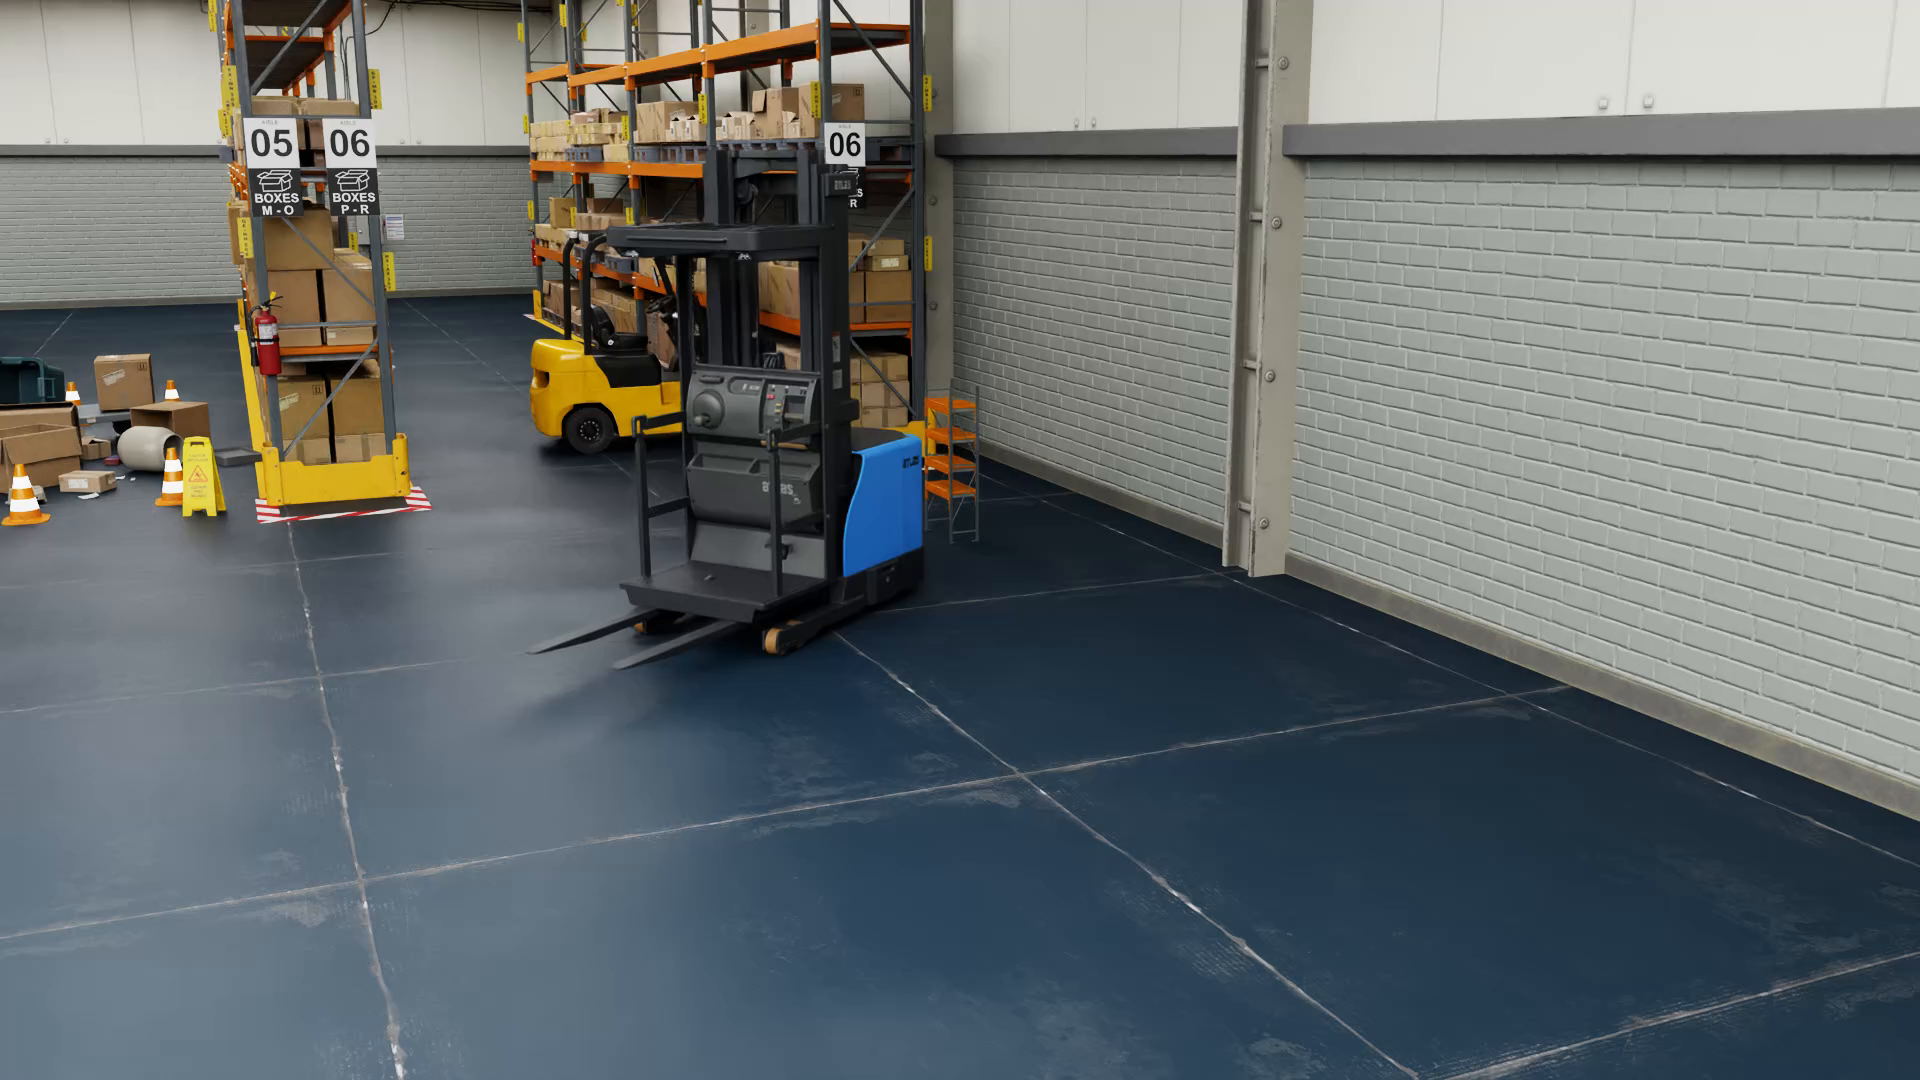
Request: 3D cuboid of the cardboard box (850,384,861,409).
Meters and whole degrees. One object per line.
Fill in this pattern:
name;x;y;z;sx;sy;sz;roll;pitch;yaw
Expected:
cardboard box;-1.310;-1.449;16.535;0.500;0.250;0.500;-6;14;-24

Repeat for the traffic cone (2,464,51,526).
traffic cone;-7.610;-0.385;13.506;0.336;0.463;0.334;-6;14;-23

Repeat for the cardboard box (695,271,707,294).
cardboard box;-2.873;-3.102;19.952;0.500;0.250;0.500;-5;14;-22

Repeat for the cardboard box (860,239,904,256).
cardboard box;-0.768;-2.866;16.281;0.380;0.149;0.250;-6;14;-24

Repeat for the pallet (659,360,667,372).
pallet;-3.739;-2.389;22.722;1.003;0.211;1.213;-6;14;-23

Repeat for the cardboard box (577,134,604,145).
cardboard box;-5.594;-6.082;25.246;0.380;0.149;0.250;-5;14;-22

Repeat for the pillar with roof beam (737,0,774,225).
pillar with roof beam;-6.630;-6.267;19.989;9.100;9.000;0.400;-6;14;-23

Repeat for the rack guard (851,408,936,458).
rack guard;-0.819;-1.045;16.277;1.175;0.500;0.348;-6;14;-23

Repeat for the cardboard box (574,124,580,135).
cardboard box;-5.683;-6.278;25.435;0.380;0.149;0.250;-6;14;-24

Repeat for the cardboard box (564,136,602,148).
cardboard box;-6.058;-6.357;26.706;0.500;0.250;0.500;-6;14;-23

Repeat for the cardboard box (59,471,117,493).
cardboard box;-7.751;-0.518;14.778;0.380;0.149;0.250;1;13;6

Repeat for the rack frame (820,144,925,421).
rack frame;-0.829;-2.268;16.016;1.000;3.000;0.127;-6;14;-23

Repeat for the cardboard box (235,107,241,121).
cardboard box;-6.426;-3.903;15.218;0.380;0.149;0.250;-5;14;-22

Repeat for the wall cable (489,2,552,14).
wall cable;-8.326;-12.488;34.533;2.988;3.039;0.133;-6;14;-23

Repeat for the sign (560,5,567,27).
sign;-6.140;-8.118;25.742;0.100;0.325;0.005;-6;14;-23

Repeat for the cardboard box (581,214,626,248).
cardboard box;-5.439;-4.773;25.688;0.700;0.500;0.500;-5;14;-22

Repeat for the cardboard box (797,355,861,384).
cardboard box;-1.299;-1.687;16.456;0.500;0.250;0.500;-5;14;-21

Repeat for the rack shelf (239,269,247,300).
rack shelf;-9.381;-3.534;23.084;1.077;0.370;4.000;-6;14;-23

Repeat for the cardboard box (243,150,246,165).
cardboard box;-5.904;-3.255;14.185;0.380;0.149;0.250;-6;14;-23

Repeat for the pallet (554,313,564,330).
pallet;-6.402;-3.783;28.747;1.003;0.211;1.213;-6;14;-23

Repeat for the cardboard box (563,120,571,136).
cardboard box;-6.058;-6.606;26.674;0.500;0.250;0.500;-6;14;-23

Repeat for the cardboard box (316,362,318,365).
cardboard box;-6.289;-1.673;16.948;0.500;0.500;0.500;-5;14;-22

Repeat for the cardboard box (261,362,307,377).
cardboard box;-6.144;-1.577;15.096;0.380;0.149;0.250;-5;14;-21

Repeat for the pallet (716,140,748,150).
pallet;-2.066;-4.339;18.507;1.003;0.211;1.213;-6;14;-23

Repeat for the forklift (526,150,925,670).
forklift;-1.388;-0.855;10.062;1.130;2.935;3.031;7;15;28

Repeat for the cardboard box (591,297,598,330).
cardboard box;-5.648;-3.614;26.443;0.500;0.500;0.500;-5;14;-21

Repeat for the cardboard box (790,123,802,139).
cardboard box;-1.439;-4.004;16.269;0.380;0.149;0.250;-6;14;-25

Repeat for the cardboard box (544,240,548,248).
cardboard box;-7.213;-5.310;29.718;0.380;0.149;0.250;-5;14;-22

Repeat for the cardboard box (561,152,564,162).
cardboard box;-6.339;-6.292;27.308;0.380;0.149;0.250;-6;14;-23

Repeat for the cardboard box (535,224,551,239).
cardboard box;-7.303;-5.527;29.772;0.500;0.250;0.500;-6;14;-23

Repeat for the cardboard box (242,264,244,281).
cardboard box;-9.239;-3.584;22.034;0.500;0.250;0.500;-5;14;-22

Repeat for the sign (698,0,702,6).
sign;-3.526;-7.427;22.578;0.100;0.325;0.005;-6;14;-23

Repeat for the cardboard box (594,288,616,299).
cardboard box;-5.554;-3.902;26.249;0.380;0.149;0.250;-6;14;-25

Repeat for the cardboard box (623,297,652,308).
cardboard box;-4.730;-3.473;24.398;0.380;0.149;0.250;-5;14;-21

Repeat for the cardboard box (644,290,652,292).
cardboard box;-4.821;-3.784;25.742;0.380;0.149;0.250;-5;14;-21

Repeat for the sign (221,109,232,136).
sign;-9.092;-5.175;20.602;0.100;0.325;0.005;-6;14;-23

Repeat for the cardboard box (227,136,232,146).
cardboard box;-9.151;-5.374;21.630;0.700;0.500;0.500;-6;15;-26

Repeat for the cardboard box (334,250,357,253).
cardboard box;-6.359;-2.664;16.845;0.500;0.500;0.500;-5;14;-21

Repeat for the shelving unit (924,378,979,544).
shelving unit;-0.066;-0.619;12.882;0.258;1.200;0.503;-6;14;-23

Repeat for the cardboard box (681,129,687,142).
cardboard box;-3.150;-4.886;20.082;0.380;0.149;0.250;-6;14;-23

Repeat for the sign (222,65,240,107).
sign;-5.892;-3.666;13.439;0.100;0.325;0.005;-6;14;-23

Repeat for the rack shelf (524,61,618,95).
rack shelf;-6.437;-7.731;27.919;1.077;0.370;4.000;-6;14;-23

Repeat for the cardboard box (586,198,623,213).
cardboard box;-5.988;-5.516;28.060;0.500;0.500;0.500;-6;14;-25

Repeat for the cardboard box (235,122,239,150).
cardboard box;-6.444;-3.748;15.433;0.500;0.250;0.500;-5;14;-22

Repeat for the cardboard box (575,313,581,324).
cardboard box;-6.128;-3.651;27.385;0.380;0.149;0.250;-6;14;-25

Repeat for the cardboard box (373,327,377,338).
cardboard box;-5.468;-1.898;14.976;0.380;0.149;0.250;-6;14;-25

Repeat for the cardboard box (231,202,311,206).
cardboard box;-6.639;-3.002;16.088;0.700;0.500;0.500;-6;14;-24

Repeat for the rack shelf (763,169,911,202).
rack shelf;-1.630;-3.792;17.544;1.077;0.370;4.000;-6;14;-23

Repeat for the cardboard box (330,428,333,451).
cardboard box;-5.643;-0.982;15.625;0.500;0.250;0.500;-5;14;-21

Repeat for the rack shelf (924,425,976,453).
rack shelf;-0.066;-0.771;12.847;0.258;0.148;0.480;-6;14;-23

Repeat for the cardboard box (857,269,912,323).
cardboard box;-0.773;-2.444;16.556;0.500;0.500;0.500;-5;14;-21

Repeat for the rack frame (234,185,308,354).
rack frame;-10.182;-4.298;24.788;1.000;3.000;0.127;-6;14;-23

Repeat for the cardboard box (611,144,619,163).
cardboard box;-4.663;-5.497;23.648;0.500;0.250;0.500;-6;14;-23

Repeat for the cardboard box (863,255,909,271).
cardboard box;-0.727;-2.726;16.336;0.380;0.149;0.250;-6;14;-24

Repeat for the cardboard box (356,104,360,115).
cardboard box;-5.522;-3.805;14.792;0.380;0.149;0.250;-6;14;-23
